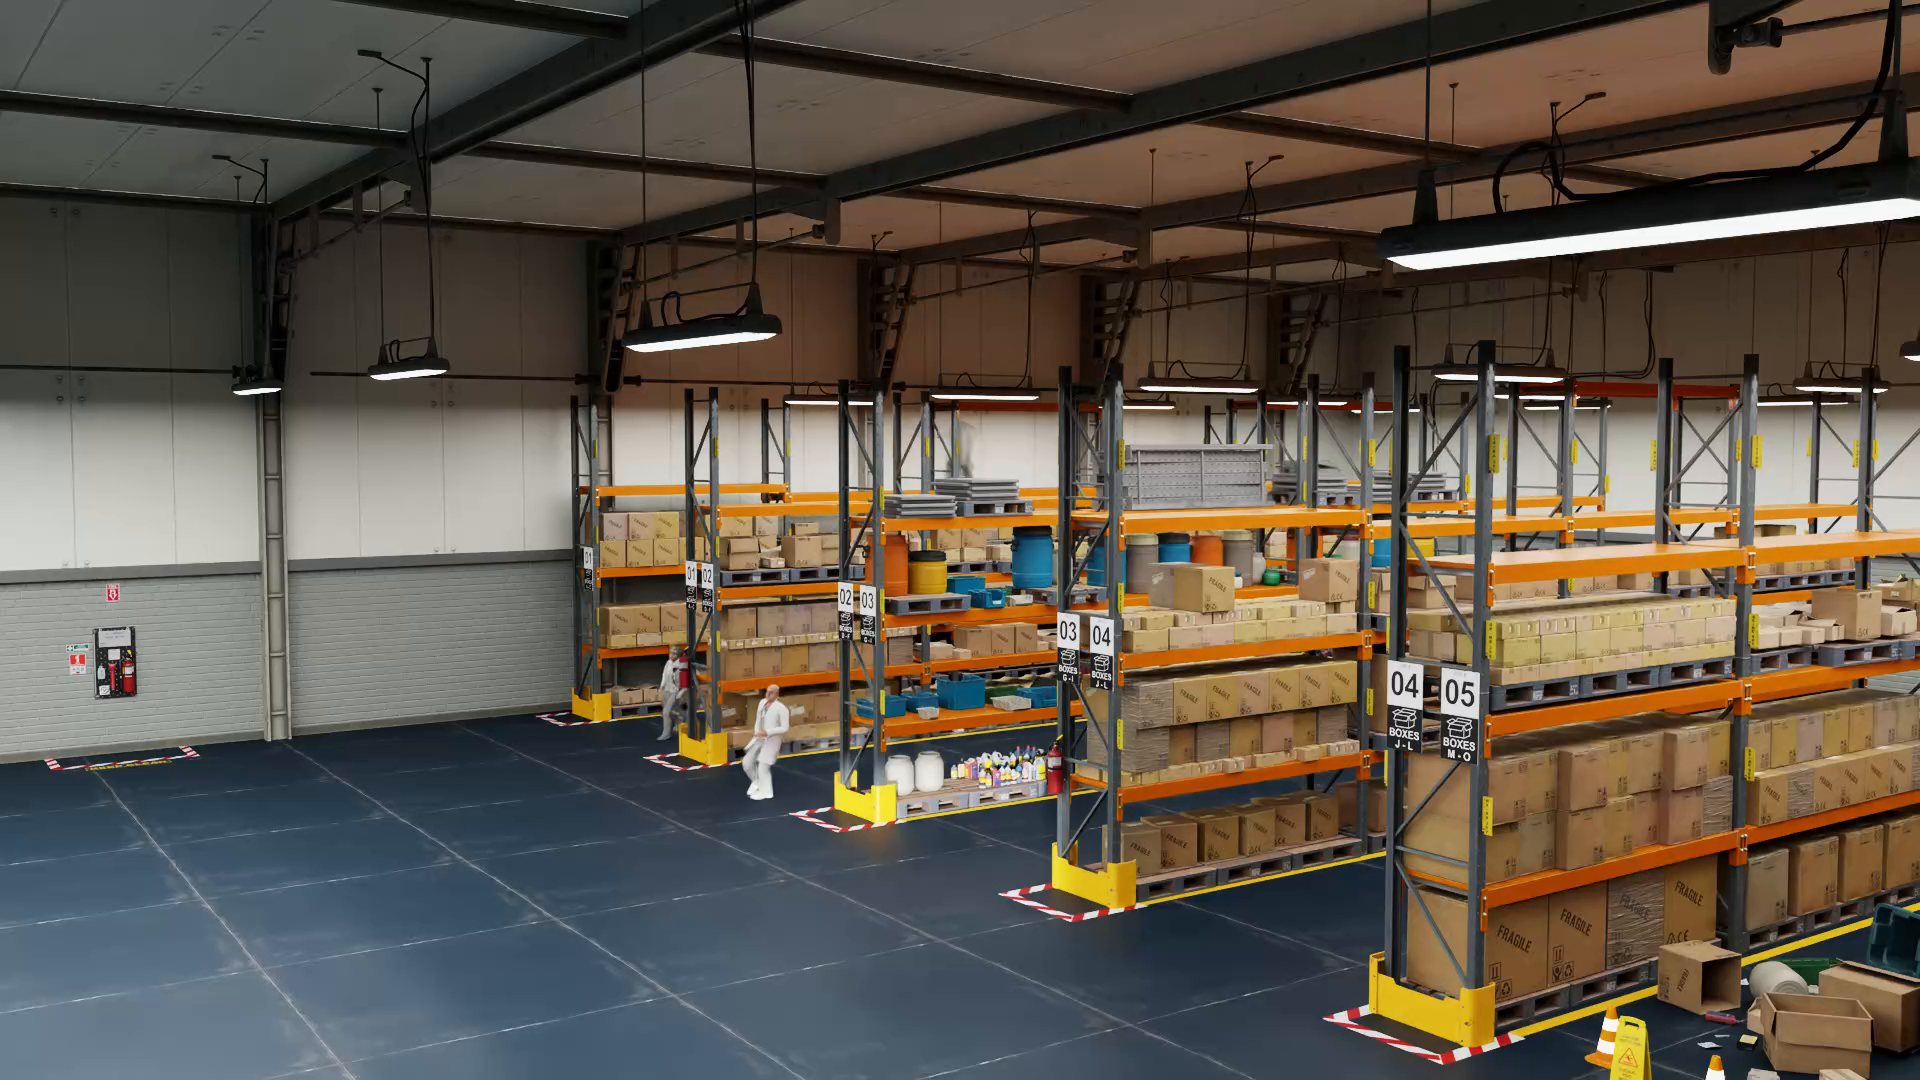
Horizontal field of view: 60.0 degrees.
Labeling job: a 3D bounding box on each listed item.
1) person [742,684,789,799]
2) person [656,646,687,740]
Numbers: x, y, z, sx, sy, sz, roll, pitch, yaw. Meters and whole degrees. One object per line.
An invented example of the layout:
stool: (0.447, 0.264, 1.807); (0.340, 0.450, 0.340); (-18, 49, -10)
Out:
person: (-2.740, 2.885, 23.651); (0.733, 1.690, 0.625); (2, 4, 32)
person: (-4.867, 2.630, 28.751); (0.666, 1.657, 0.650); (2, 4, 35)
